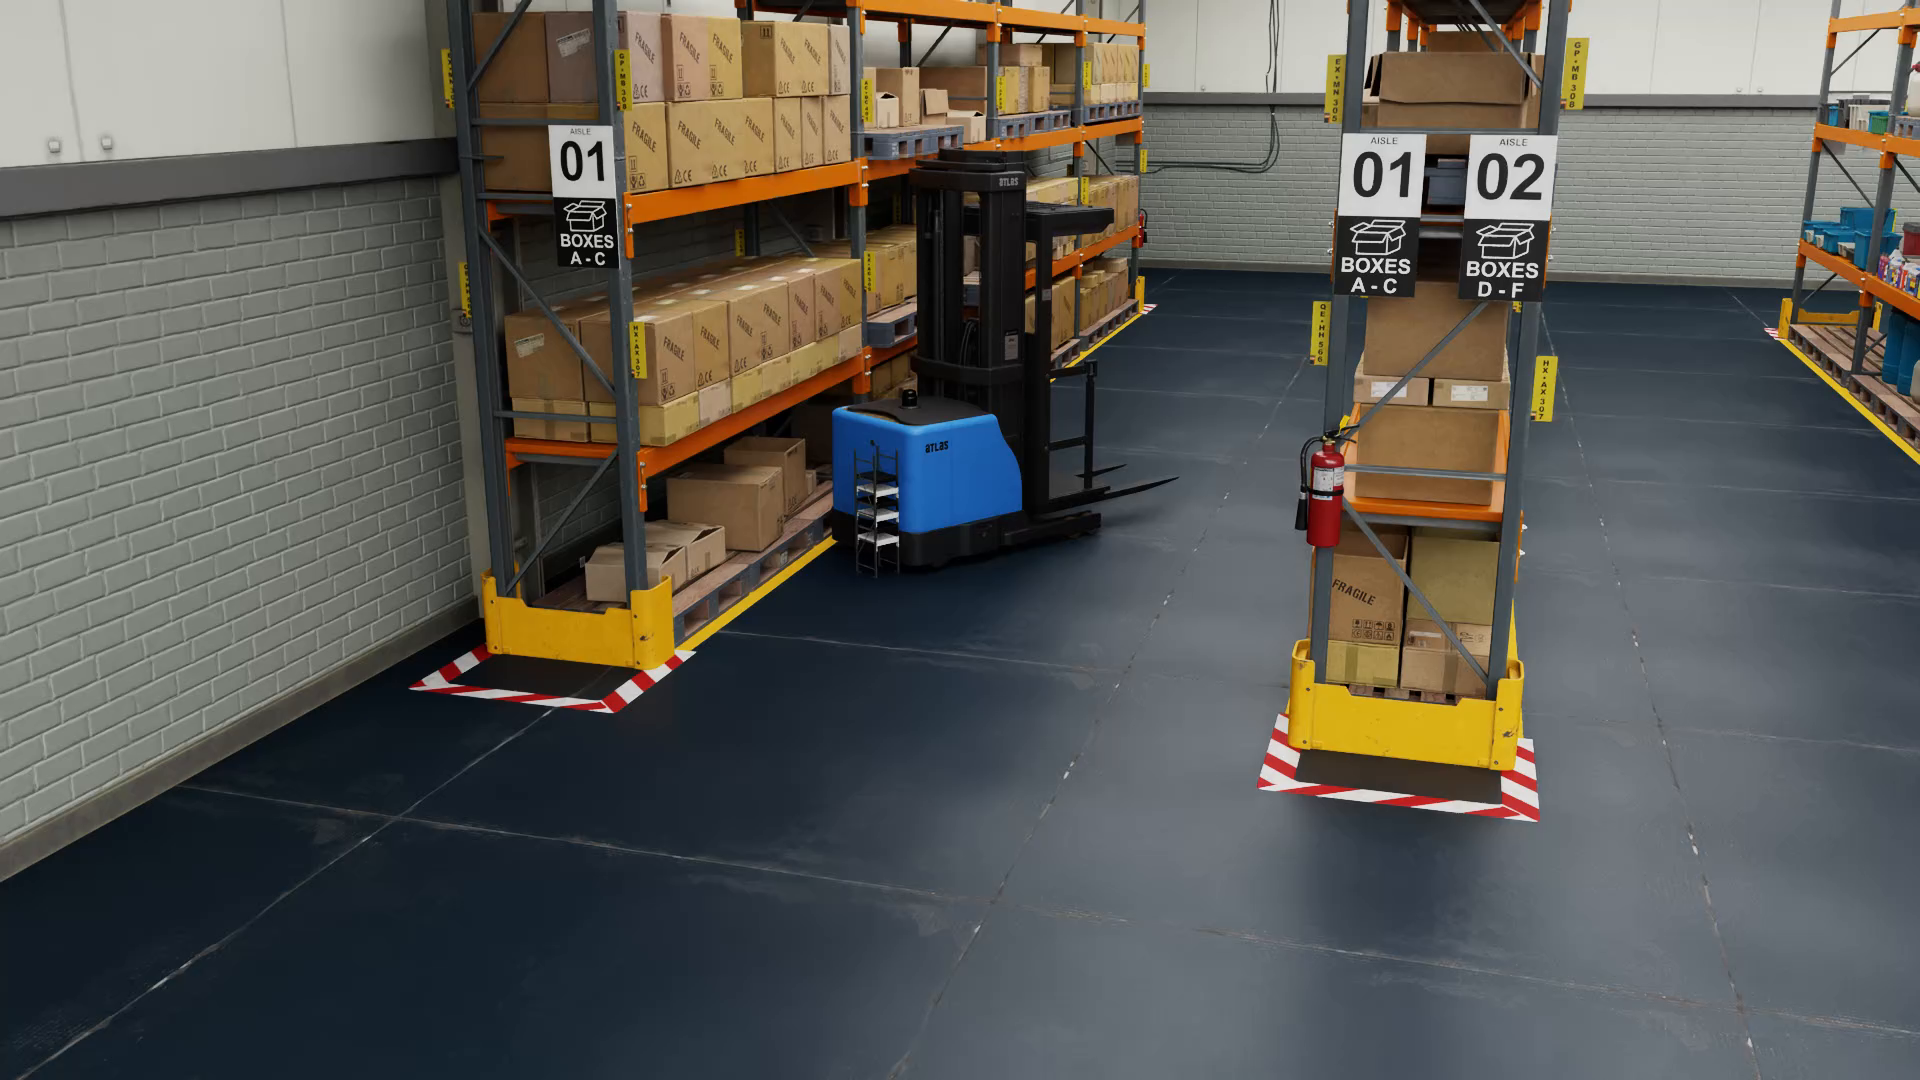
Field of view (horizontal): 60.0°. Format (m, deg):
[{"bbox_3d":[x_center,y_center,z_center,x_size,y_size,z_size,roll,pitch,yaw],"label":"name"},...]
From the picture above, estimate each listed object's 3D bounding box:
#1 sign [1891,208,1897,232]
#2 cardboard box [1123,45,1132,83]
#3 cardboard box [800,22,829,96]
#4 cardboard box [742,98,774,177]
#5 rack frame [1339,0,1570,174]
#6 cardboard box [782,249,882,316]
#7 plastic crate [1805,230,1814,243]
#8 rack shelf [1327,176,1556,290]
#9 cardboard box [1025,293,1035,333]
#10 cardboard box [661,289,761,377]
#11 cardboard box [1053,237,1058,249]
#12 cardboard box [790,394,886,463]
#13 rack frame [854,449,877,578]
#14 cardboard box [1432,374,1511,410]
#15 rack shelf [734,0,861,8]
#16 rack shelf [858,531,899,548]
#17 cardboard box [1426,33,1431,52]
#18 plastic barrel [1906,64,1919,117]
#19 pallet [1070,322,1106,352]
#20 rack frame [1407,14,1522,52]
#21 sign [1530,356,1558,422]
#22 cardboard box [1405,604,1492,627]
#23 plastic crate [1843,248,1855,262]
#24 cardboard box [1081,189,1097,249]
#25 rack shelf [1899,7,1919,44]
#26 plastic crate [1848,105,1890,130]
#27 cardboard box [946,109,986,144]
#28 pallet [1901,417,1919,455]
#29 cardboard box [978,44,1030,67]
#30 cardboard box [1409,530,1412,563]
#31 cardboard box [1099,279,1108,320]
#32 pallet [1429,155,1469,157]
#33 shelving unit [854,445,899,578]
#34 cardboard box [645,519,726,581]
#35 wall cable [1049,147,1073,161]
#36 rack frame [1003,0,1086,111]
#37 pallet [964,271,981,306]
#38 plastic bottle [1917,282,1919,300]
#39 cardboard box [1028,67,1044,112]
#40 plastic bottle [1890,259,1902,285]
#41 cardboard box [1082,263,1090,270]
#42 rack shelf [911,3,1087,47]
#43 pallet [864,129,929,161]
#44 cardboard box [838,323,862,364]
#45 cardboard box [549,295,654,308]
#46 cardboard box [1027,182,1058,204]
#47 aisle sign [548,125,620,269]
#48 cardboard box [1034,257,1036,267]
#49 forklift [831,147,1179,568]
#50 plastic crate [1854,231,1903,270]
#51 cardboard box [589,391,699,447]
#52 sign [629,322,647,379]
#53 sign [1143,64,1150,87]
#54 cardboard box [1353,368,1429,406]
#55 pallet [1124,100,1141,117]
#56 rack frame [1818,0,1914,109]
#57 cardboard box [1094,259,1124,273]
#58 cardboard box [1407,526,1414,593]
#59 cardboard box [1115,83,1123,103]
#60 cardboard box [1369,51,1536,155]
[{"bbox_3d":[12.192,-4.181,21.773,0.100,0.325,0.005,5,16,16],"label":"sign"},{"bbox_3d":[2.063,-6.548,22.868,0.500,0.500,0.500,5,17,18],"label":"cardboard box"},{"bbox_3d":[-1.277,-3.454,11.961,0.500,0.500,0.500,6,17,19],"label":"cardboard box"},{"bbox_3d":[-1.588,-2.707,11.161,0.500,0.500,0.500,6,17,19],"label":"cardboard box"},{"bbox_3d":[2.365,-3.226,7.711,1.000,3.000,0.127,5,16,16],"label":"rack frame"},{"bbox_3d":[-1.071,-2.160,13.957,0.700,0.500,0.500,5,16,16],"label":"cardboard box"},{"bbox_3d":[11.104,-3.926,21.547,0.250,0.136,0.298,5,16,16],"label":"plastic crate"},{"bbox_3d":[2.934,-1.960,10.063,1.077,0.370,4.000,5,16,16],"label":"rack shelf"},{"bbox_3d":[0.478,-2.395,18.945,0.750,0.750,0.750,5,16,16],"label":"cardboard box"},{"bbox_3d":[-1.659,-1.386,11.082,0.500,0.500,0.500,4,16,14],"label":"cardboard box"},{"bbox_3d":[0.849,-3.658,19.463,0.500,0.500,0.500,5,16,16],"label":"cardboard box"},{"bbox_3d":[-1.055,-0.972,14.535,0.700,0.500,0.500,5,17,18],"label":"cardboard box"},{"bbox_3d":[-0.672,-0.184,11.829,0.006,0.900,0.240,-13,21,-39],"label":"rack frame"},{"bbox_3d":[2.683,-0.786,8.731,0.380,0.149,0.250,5,16,15],"label":"cardboard box"},{"bbox_3d":[-1.817,-3.785,11.005,1.077,0.370,4.000,5,16,16],"label":"rack shelf"},{"bbox_3d":[-0.595,0.003,11.951,0.200,0.077,0.258,-13,21,-39],"label":"rack shelf"},{"bbox_3d":[3.855,-3.629,12.761,0.500,0.500,0.500,6,17,21],"label":"cardboard box"},{"bbox_3d":[10.134,-4.686,17.339,0.433,0.535,0.433,0,16,0],"label":"plastic barrel"},{"bbox_3d":[1.316,-2.714,22.010,1.003,0.211,1.213,5,16,16],"label":"pallet"},{"bbox_3d":[4.639,-5.319,15.090,1.000,3.000,0.127,5,16,16],"label":"rack frame"},{"bbox_3d":[2.896,-0.750,8.244,0.100,0.325,0.005,5,16,16],"label":"sign"},{"bbox_3d":[2.870,0.527,9.744,0.500,0.250,0.500,5,16,16],"label":"cardboard box"},{"bbox_3d":[10.584,-3.304,19.376,0.437,0.125,0.590,5,16,16],"label":"plastic crate"},{"bbox_3d":[1.195,-4.147,21.404,0.980,0.700,0.700,5,17,17],"label":"cardboard box"},{"bbox_3d":[9.955,-4.918,15.730,1.077,0.370,4.000,5,16,16],"label":"rack shelf"},{"bbox_3d":[10.734,-4.971,19.577,0.437,0.282,0.530,5,16,16],"label":"plastic crate"},{"bbox_3d":[-0.058,-4.016,16.122,0.500,0.311,0.500,5,16,16],"label":"cardboard box"},{"bbox_3d":[9.571,-0.916,15.670,1.003,0.211,1.213,5,16,16],"label":"pallet"},{"bbox_3d":[0.507,-5.560,19.075,0.500,0.250,0.500,4,16,14],"label":"cardboard box"},{"bbox_3d":[2.933,-0.037,11.733,0.500,0.250,0.500,5,16,16],"label":"cardboard box"},{"bbox_3d":[1.630,-3.315,22.830,0.700,0.500,0.500,5,17,17],"label":"cardboard box"},{"bbox_3d":[2.936,-2.243,9.907,1.003,0.211,1.213,5,16,16],"label":"pallet"},{"bbox_3d":[-0.595,-0.202,11.893,0.210,0.900,0.258,-13,21,-39],"label":"shelving unit"},{"bbox_3d":[-1.940,0.036,11.327,0.500,0.311,0.500,6,17,20],"label":"cardboard box"},{"bbox_3d":[1.619,-5.806,25.940,0.084,1.984,1.851,5,16,16],"label":"wall cable"},{"bbox_3d":[1.025,-6.748,20.131,1.000,3.000,0.127,5,16,16],"label":"rack frame"},{"bbox_3d":[-0.212,-2.529,16.600,1.213,0.211,1.003,5,16,16],"label":"pallet"},{"bbox_3d":[9.508,-2.513,16.405,0.061,0.283,0.133,5,16,16],"label":"plastic bottle"},{"bbox_3d":[0.573,-5.193,19.154,0.700,0.500,0.500,4,16,15],"label":"cardboard box"},{"bbox_3d":[9.864,-2.817,17.499,0.097,0.271,0.097,0,16,0],"label":"plastic bottle"},{"bbox_3d":[1.616,-3.813,23.398,0.380,0.149,0.250,5,17,17],"label":"cardboard box"},{"bbox_3d":[0.457,-5.687,18.439,1.077,0.370,4.000,5,16,16],"label":"rack shelf"},{"bbox_3d":[-0.971,-3.275,13.727,1.213,0.211,1.003,5,16,16],"label":"pallet"},{"bbox_3d":[-1.093,-1.559,13.068,0.500,0.250,0.500,5,16,16],"label":"cardboard box"},{"bbox_3d":[-2.303,-1.292,10.751,0.500,0.500,0.500,5,17,17],"label":"cardboard box"},{"bbox_3d":[0.838,-4.015,19.350,0.500,0.250,0.500,5,17,17],"label":"cardboard box"},{"bbox_3d":[-2.118,-1.931,9.378,0.394,0.787,0.004,5,16,16],"label":"aisle sign"},{"bbox_3d":[0.711,-3.243,19.190,0.380,0.149,0.250,5,17,18],"label":"cardboard box"},{"bbox_3d":[0.472,-1.522,12.823,3.031,2.935,1.130,-13,21,-39],"label":"forklift"},{"bbox_3d":[10.329,-3.264,18.759,0.392,0.384,0.575,5,16,16],"label":"plastic crate"},{"bbox_3d":[-1.942,-0.763,10.262,0.500,0.250,0.500,4,16,14],"label":"cardboard box"},{"bbox_3d":[-1.865,-1.097,9.614,0.100,0.325,0.005,5,16,16],"label":"sign"},{"bbox_3d":[2.678,-6.694,23.958,0.100,0.325,0.005,5,16,16],"label":"sign"},{"bbox_3d":[2.291,-0.815,8.832,0.380,0.149,0.250,4,16,15],"label":"cardboard box"},{"bbox_3d":[1.961,-6.114,23.555,1.003,0.211,1.213,5,16,16],"label":"pallet"},{"bbox_3d":[11.660,-7.027,21.112,1.000,3.000,0.127,5,16,16],"label":"rack frame"},{"bbox_3d":[2.125,-3.915,23.757,0.380,0.149,0.250,5,17,17],"label":"cardboard box"},{"bbox_3d":[3.001,0.035,10.106,0.500,0.500,0.500,5,16,16],"label":"cardboard box"},{"bbox_3d":[1.918,-6.045,22.469,0.500,0.250,0.500,4,16,14],"label":"cardboard box"},{"bbox_3d":[2.533,-2.252,8.559,0.797,0.503,0.637,6,17,20],"label":"cardboard box"}]
